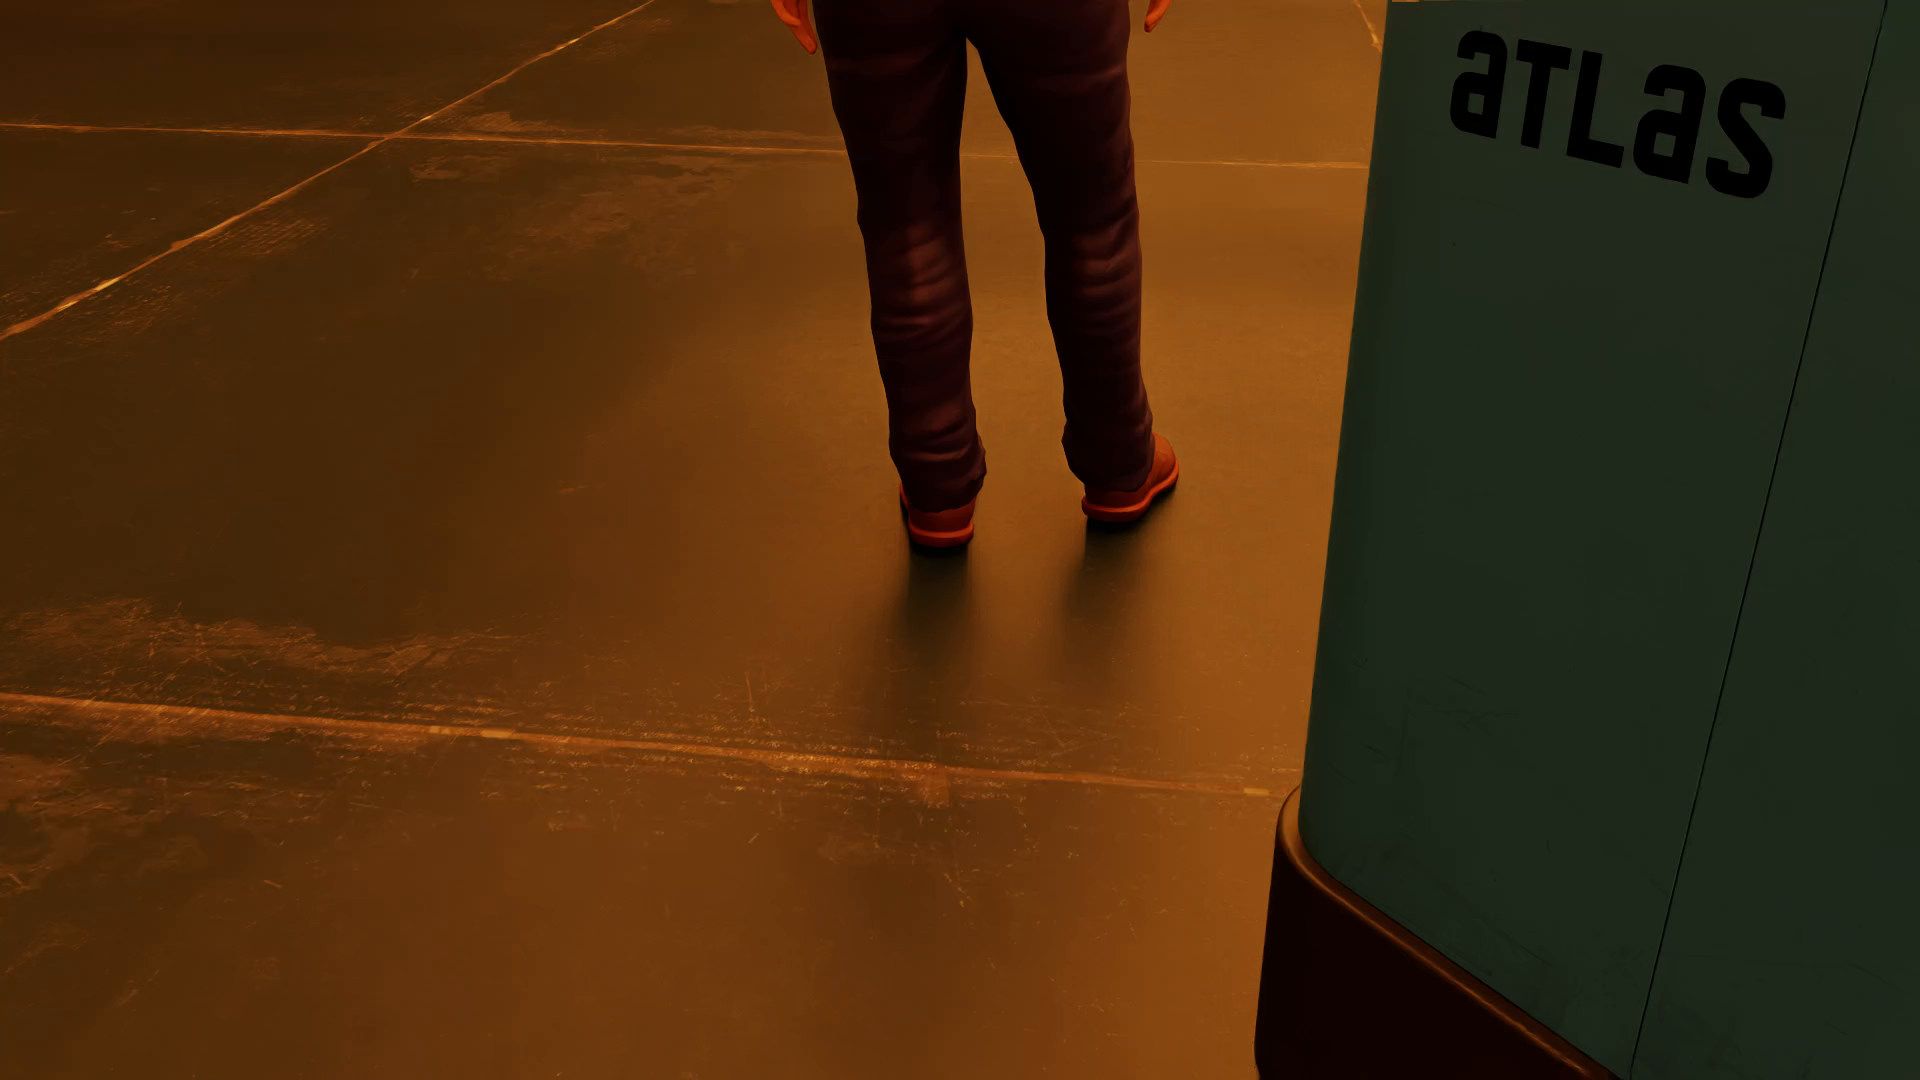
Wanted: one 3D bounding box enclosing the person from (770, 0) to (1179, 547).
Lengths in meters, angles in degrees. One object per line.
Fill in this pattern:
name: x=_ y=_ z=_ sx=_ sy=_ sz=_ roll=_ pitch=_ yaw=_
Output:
person: x=0.034 y=-0.782 z=2.205 sx=0.599 sy=1.650 sz=0.503 roll=3 pitch=27 yaw=7
